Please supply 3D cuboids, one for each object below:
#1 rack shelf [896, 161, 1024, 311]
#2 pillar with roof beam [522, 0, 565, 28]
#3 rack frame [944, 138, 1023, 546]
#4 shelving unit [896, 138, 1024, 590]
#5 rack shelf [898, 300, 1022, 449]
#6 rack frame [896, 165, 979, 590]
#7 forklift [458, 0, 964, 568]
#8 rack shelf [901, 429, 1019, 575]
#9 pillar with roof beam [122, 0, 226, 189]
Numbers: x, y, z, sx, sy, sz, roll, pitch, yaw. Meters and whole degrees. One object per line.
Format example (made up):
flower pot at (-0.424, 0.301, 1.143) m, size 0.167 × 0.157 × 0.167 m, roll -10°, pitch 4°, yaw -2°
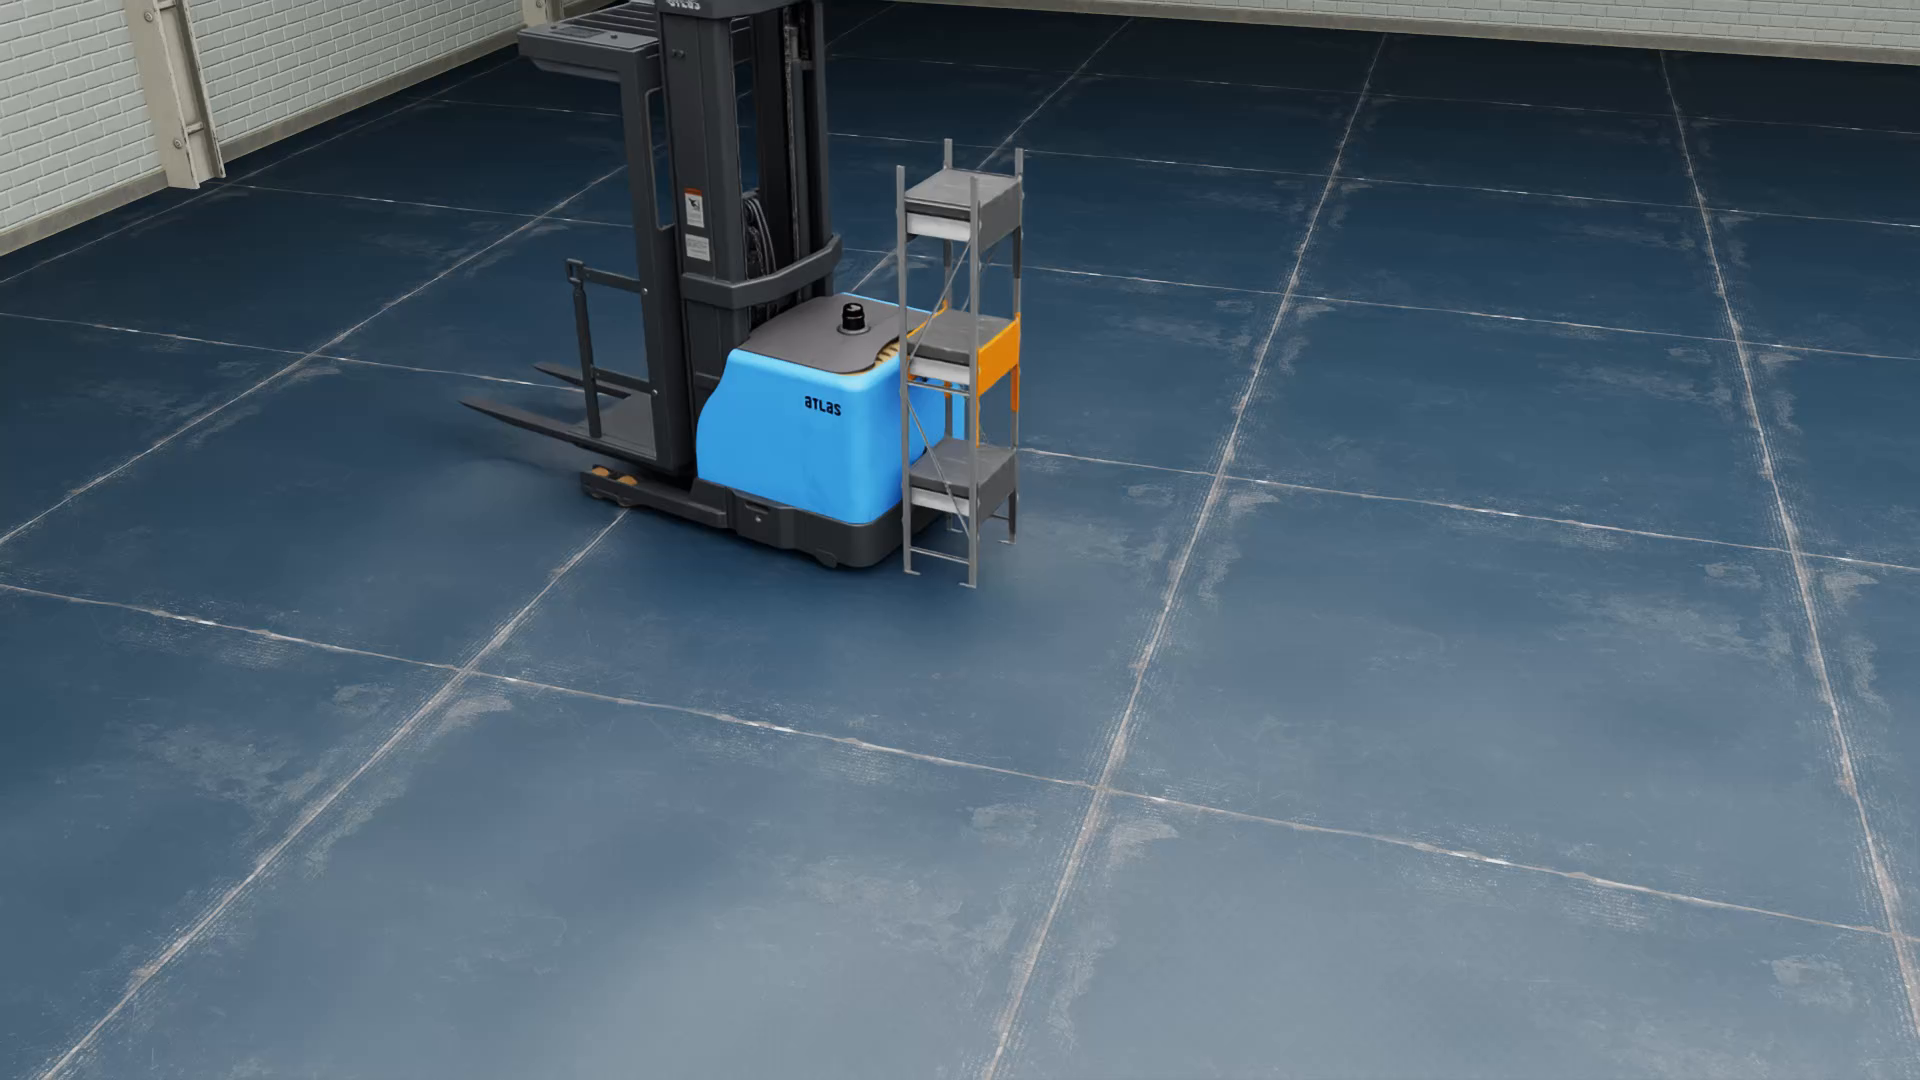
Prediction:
rack shelf at (0.004, -1.421, 7.733) m, size 0.431 × 0.518 × 0.480 m, roll 13°, pitch 32°, yaw 22°
pillar with roof beam at (-0.691, -9.194, 16.021) m, size 9.100 × 9.000 × 0.400 m, roll 8°, pitch 30°, yaw 15°
rack frame at (0.109, -0.929, 8.259) m, size 0.400 × 2.100 × 0.015 m, roll 13°, pitch 32°, yaw 22°
shelving unit at (0.004, -0.822, 8.067) m, size 0.431 × 2.100 × 0.503 m, roll 13°, pitch 32°, yaw 22°
rack shelf at (0.004, -0.810, 8.074) m, size 0.431 × 0.518 × 0.480 m, roll 13°, pitch 32°, yaw 22°
rack frame at (-0.101, -0.715, 7.875) m, size 0.400 × 2.100 × 0.015 m, roll 13°, pitch 32°, yaw 22°
forklift at (-1.488, -1.663, 8.724) m, size 3.031 × 2.935 × 1.130 m, roll 17°, pitch 33°, yaw 27°
rack shelf at (0.004, -0.198, 8.414) m, size 0.431 × 0.518 × 0.480 m, roll 13°, pitch 32°, yaw 22°
pillar with roof beam at (-2.452, -6.406, 11.009) m, size 9.100 × 9.000 × 0.400 m, roll 8°, pitch 30°, yaw 15°
